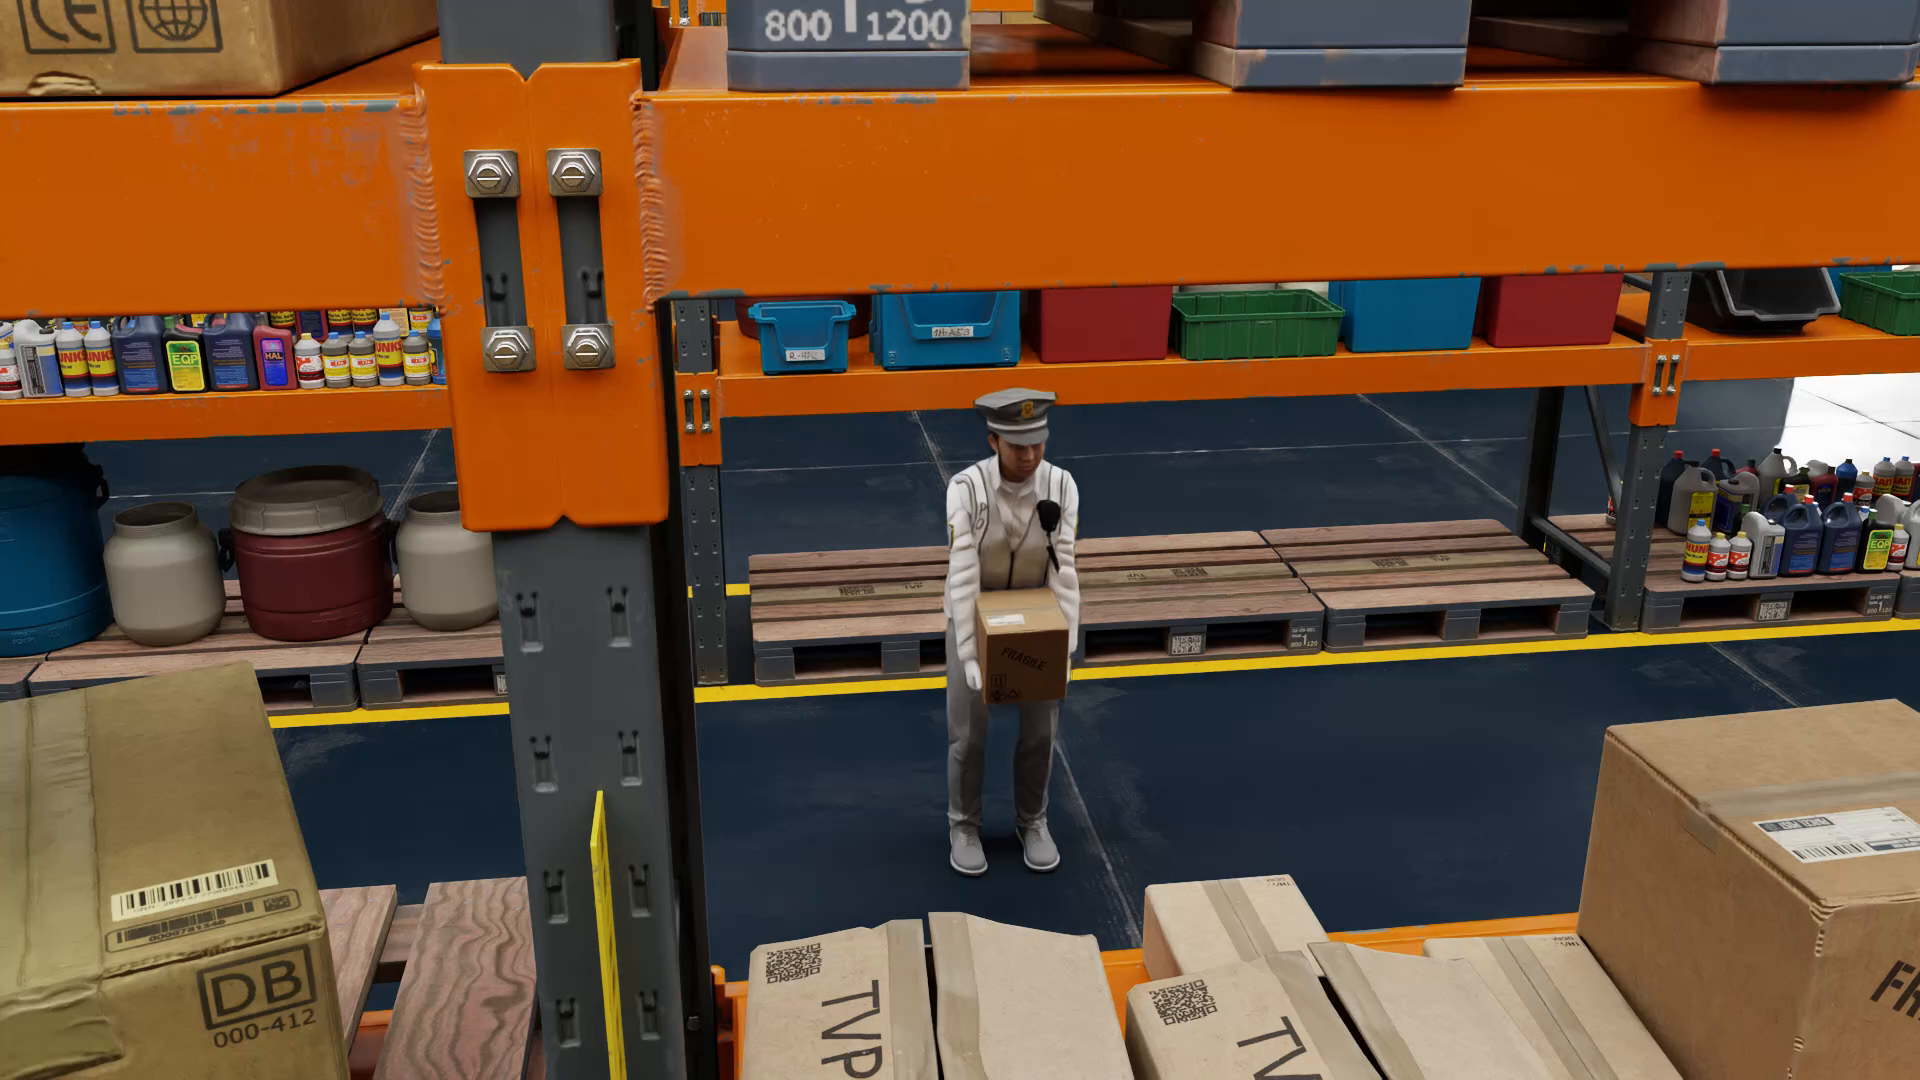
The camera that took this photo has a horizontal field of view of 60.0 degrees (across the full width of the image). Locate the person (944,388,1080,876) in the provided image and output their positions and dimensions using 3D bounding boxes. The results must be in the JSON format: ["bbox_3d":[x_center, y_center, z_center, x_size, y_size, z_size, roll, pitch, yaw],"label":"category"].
[{"bbox_3d":[0.163,0.313,5.256,0.414,1.648,0.549,-3,20,-9],"label":"person"}]
